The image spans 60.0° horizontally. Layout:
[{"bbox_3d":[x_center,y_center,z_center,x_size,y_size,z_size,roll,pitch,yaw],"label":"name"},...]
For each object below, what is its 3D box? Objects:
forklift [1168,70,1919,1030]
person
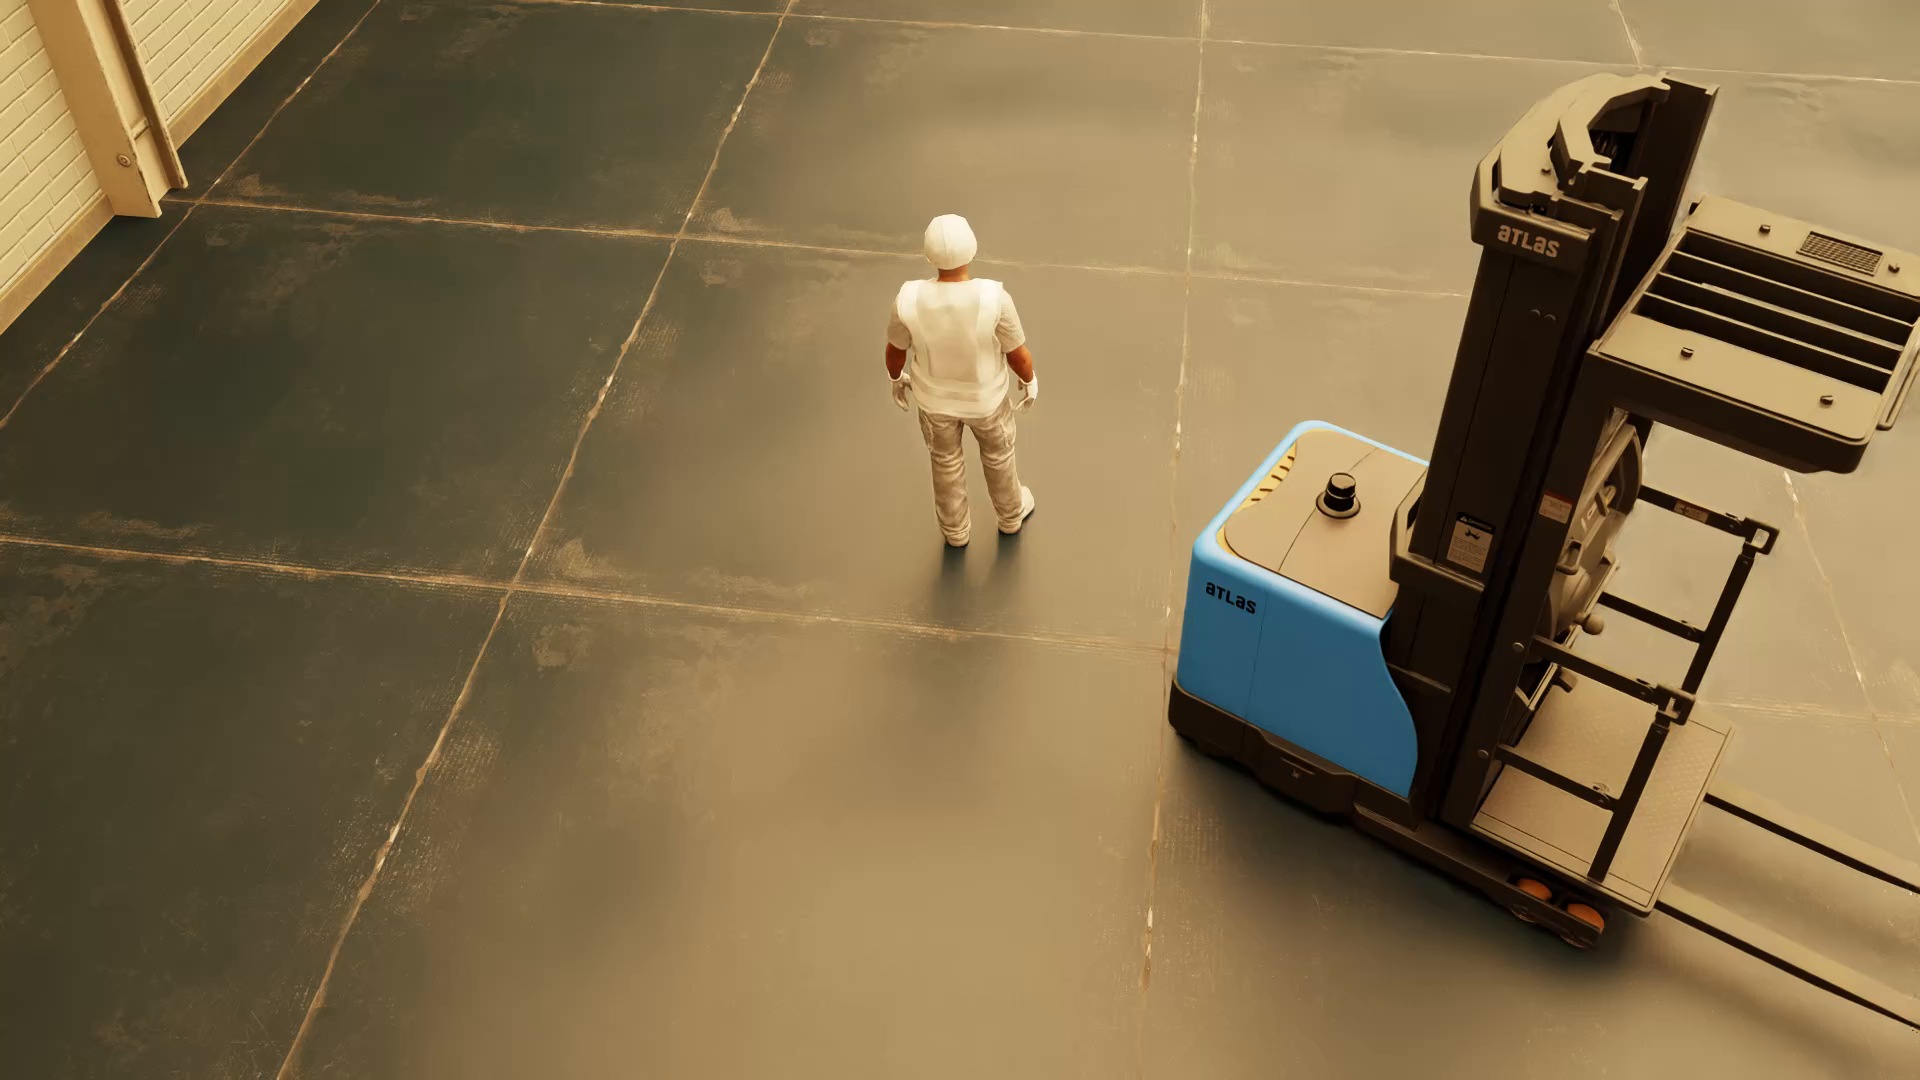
[{"bbox_3d":[2.372,0.030,5.692,3.031,2.935,1.130,25,48,25],"label":"forklift"},{"bbox_3d":[0.018,-0.710,7.335,0.657,1.785,0.575,5,43,6],"label":"person"}]
